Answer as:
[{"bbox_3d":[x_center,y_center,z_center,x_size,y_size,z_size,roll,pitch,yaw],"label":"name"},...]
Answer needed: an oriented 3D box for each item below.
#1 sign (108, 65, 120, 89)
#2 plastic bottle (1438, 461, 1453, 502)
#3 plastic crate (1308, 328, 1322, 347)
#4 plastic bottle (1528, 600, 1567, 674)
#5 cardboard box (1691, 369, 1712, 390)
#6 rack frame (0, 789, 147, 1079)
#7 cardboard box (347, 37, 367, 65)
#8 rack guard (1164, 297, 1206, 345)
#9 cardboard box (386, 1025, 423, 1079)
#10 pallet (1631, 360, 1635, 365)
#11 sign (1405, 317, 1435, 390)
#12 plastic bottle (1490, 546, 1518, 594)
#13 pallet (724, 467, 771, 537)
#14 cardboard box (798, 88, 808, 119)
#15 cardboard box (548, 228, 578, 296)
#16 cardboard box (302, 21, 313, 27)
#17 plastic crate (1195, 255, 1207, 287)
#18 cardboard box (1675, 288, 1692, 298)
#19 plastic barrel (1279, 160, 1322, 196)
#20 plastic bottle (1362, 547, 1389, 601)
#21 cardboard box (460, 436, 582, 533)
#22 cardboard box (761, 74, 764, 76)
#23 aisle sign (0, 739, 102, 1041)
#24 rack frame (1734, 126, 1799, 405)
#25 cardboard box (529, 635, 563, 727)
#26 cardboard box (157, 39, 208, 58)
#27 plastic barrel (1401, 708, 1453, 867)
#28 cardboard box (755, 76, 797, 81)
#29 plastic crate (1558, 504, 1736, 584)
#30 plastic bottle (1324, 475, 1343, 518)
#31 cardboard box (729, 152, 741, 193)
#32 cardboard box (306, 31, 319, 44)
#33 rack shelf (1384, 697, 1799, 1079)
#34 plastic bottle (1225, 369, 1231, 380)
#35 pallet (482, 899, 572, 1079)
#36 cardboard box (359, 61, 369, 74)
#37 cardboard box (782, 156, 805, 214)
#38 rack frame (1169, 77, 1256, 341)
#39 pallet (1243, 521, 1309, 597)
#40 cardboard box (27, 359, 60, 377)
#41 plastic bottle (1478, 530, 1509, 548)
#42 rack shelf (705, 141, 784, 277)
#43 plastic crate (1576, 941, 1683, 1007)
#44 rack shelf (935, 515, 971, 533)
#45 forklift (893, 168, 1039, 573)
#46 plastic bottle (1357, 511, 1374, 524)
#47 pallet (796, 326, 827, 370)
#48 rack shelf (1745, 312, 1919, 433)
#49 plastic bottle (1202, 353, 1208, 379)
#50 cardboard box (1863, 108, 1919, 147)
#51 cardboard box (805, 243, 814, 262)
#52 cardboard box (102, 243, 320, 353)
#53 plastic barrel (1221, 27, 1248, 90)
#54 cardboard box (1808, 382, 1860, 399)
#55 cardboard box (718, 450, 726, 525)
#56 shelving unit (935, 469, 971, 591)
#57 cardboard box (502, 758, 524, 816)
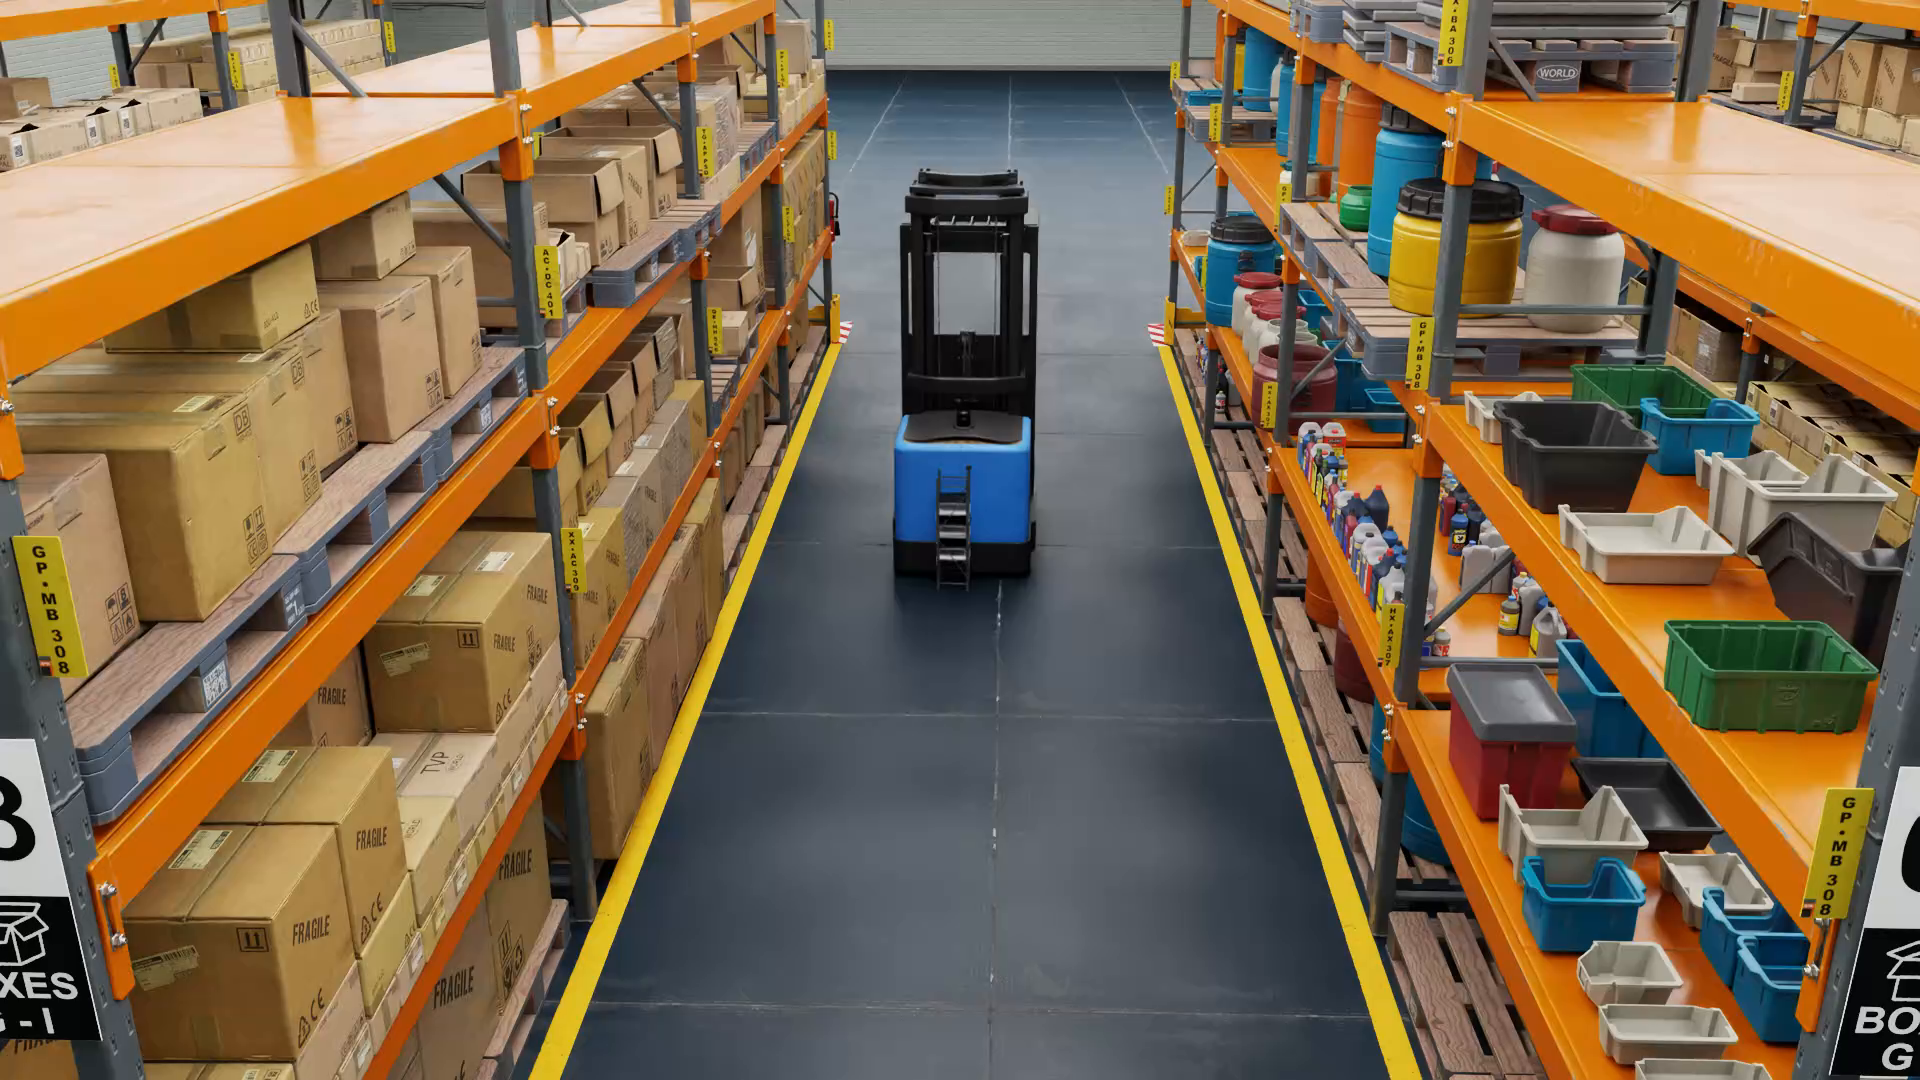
[{"bbox_3d":[-7.637,-4.133,15.063,0.100,0.325,0.005,1,21,2],"label":"sign"},{"bbox_3d":[3.075,-0.382,10.545,0.097,0.271,0.097,0,21,0],"label":"plastic bottle"},{"bbox_3d":[3.052,-1.574,13.731,0.450,0.188,0.662,1,21,2],"label":"plastic crate"},{"bbox_3d":[2.916,0.472,8.234,0.144,0.351,0.185,1,21,2],"label":"plastic bottle"},{"bbox_3d":[7.595,-1.514,16.505,0.500,0.250,0.500,1,21,2],"label":"cardboard box"},{"bbox_3d":[-2.493,1.979,4.282,1.000,3.000,0.127,1,21,2],"label":"rack frame"},{"bbox_3d":[-6.712,-5.246,17.833,0.500,0.250,0.500,1,21,2],"label":"cardboard box"},{"bbox_3d":[2.989,-2.558,19.431,1.175,0.500,0.348,1,21,2],"label":"rack guard"},{"bbox_3d":[-2.526,2.212,6.037,0.875,0.875,0.875,1,21,2],"label":"cardboard box"},{"bbox_3d":[7.914,-2.119,18.698,1.003,0.211,1.213,1,21,2],"label":"pallet"},{"bbox_3d":[2.030,-0.822,7.342,0.100,0.325,0.005,1,21,2],"label":"sign"},{"bbox_3d":[3.003,0.147,9.174,0.152,0.276,0.135,1,21,2],"label":"plastic bottle"},{"bbox_3d":[-2.184,-0.336,14.103,1.003,0.211,1.213,1,21,2],"label":"pallet"},{"bbox_3d":[-1.813,-4.410,16.808,0.500,0.250,0.500,0,21,1],"label":"cardboard box"},{"bbox_3d":[-2.248,-1.416,8.426,0.500,0.311,0.500,0,21,0],"label":"cardboard box"},{"bbox_3d":[-7.298,-5.585,18.155,0.380,0.149,0.250,1,21,2],"label":"cardboard box"},{"bbox_3d":[2.585,-2.639,16.389,0.499,0.251,0.616,1,21,2],"label":"plastic crate"},{"bbox_3d":[7.641,-2.406,17.767,0.500,0.500,0.500,1,21,2],"label":"cardboard box"},{"bbox_3d":[2.507,-2.655,12.270,0.301,0.262,0.301,0,21,0],"label":"plastic barrel"},{"bbox_3d":[2.295,0.185,9.078,0.152,0.276,0.135,1,21,2],"label":"plastic bottle"},{"bbox_3d":[-2.360,-0.213,8.405,0.797,0.503,0.637,0,21,0],"label":"cardboard box"},{"bbox_3d":[-2.235,-5.038,17.876,0.380,0.149,0.250,0,21,1],"label":"cardboard box"},{"bbox_3d":[-2.195,0.796,3.736,0.394,0.787,0.004,1,21,2],"label":"aisle sign"},{"bbox_3d":[7.774,-2.249,15.180,1.000,3.000,0.127,1,21,2],"label":"rack frame"},{"bbox_3d":[-2.122,0.627,7.564,0.500,0.250,0.500,0,21,1],"label":"cardboard box"},{"bbox_3d":[-7.374,-4.664,15.783,0.380,0.149,0.250,1,21,2],"label":"cardboard box"},{"bbox_3d":[2.613,1.173,8.679,0.600,0.901,0.708,1,21,2],"label":"plastic barrel"},{"bbox_3d":[-1.834,-4.554,16.628,0.380,0.149,0.250,1,21,3],"label":"cardboard box"},{"bbox_3d":[2.273,0.008,5.579,0.437,0.136,0.530,1,21,2],"label":"plastic crate"},{"bbox_3d":[2.306,-0.270,10.257,0.097,0.271,0.097,0,21,0],"label":"plastic bottle"},{"bbox_3d":[-1.959,-2.781,12.609,0.500,0.250,0.500,1,21,3],"label":"cardboard box"},{"bbox_3d":[-6.685,-5.024,16.711,0.380,0.149,0.250,1,21,1],"label":"cardboard box"},{"bbox_3d":[2.519,1.646,6.135,1.077,0.370,4.000,1,21,2],"label":"rack shelf"},{"bbox_3d":[2.709,-1.553,16.543,0.152,0.276,0.135,1,21,2],"label":"plastic bottle"},{"bbox_3d":[-2.472,2.107,7.807,1.003,0.211,1.213,1,21,2],"label":"pallet"},{"bbox_3d":[-6.648,-5.113,18.041,0.380,0.149,0.250,1,21,2],"label":"cardboard box"},{"bbox_3d":[-1.830,-3.533,16.555,0.500,0.500,0.500,1,21,2],"label":"cardboard box"},{"bbox_3d":[2.945,-3.752,19.051,1.000,3.000,0.127,1,21,2],"label":"rack frame"},{"bbox_3d":[2.764,0.161,12.821,1.003,0.211,1.213,1,21,2],"label":"pallet"},{"bbox_3d":[-6.921,-1.211,12.364,0.500,0.500,0.500,1,21,2],"label":"cardboard box"},{"bbox_3d":[3.010,0.063,9.391,0.152,0.276,0.135,1,21,2],"label":"plastic bottle"},{"bbox_3d":[-2.189,-2.700,13.188,1.077,0.370,4.000,1,21,2],"label":"rack shelf"},{"bbox_3d":[2.300,1.519,5.749,0.298,0.136,0.250,1,21,2],"label":"plastic crate"},{"bbox_3d":[-0.049,-0.123,12.440,0.258,0.077,0.200,1,22,3],"label":"rack shelf"},{"bbox_3d":[0.084,-1.604,13.611,1.130,2.935,3.031,1,21,3],"label":"forklift"},{"bbox_3d":[2.347,-0.036,9.652,0.097,0.271,0.097,0,21,0],"label":"plastic bottle"},{"bbox_3d":[-2.068,-2.185,18.869,1.003,0.211,1.213,1,21,2],"label":"pallet"},{"bbox_3d":[7.713,-1.191,13.446,1.077,0.370,4.000,1,21,2],"label":"rack shelf"},{"bbox_3d":[2.558,-1.799,17.183,0.097,0.271,0.097,0,21,0],"label":"plastic bottle"},{"bbox_3d":[7.732,-3.352,13.502,0.500,0.250,0.500,-1,21,-4],"label":"cardboard box"},{"bbox_3d":[-1.749,-3.040,17.565,0.380,0.149,0.250,1,21,2],"label":"cardboard box"},{"bbox_3d":[-2.421,-0.788,5.373,0.500,0.250,0.500,0,21,0],"label":"cardboard box"},{"bbox_3d":[3.037,-5.020,17.332,0.600,0.588,0.600,0,21,0],"label":"plastic barrel"},{"bbox_3d":[8.048,-1.275,15.114,0.500,0.311,0.500,1,21,2],"label":"cardboard box"},{"bbox_3d":[-2.245,-0.396,13.251,0.700,0.500,0.500,-1,21,-3],"label":"cardboard box"},{"bbox_3d":[-0.049,-0.071,12.461,0.258,0.900,0.210,1,22,3],"label":"shelving unit"},{"bbox_3d":[-2.076,1.043,7.042,0.380,0.149,0.250,1,21,3],"label":"cardboard box"}]
